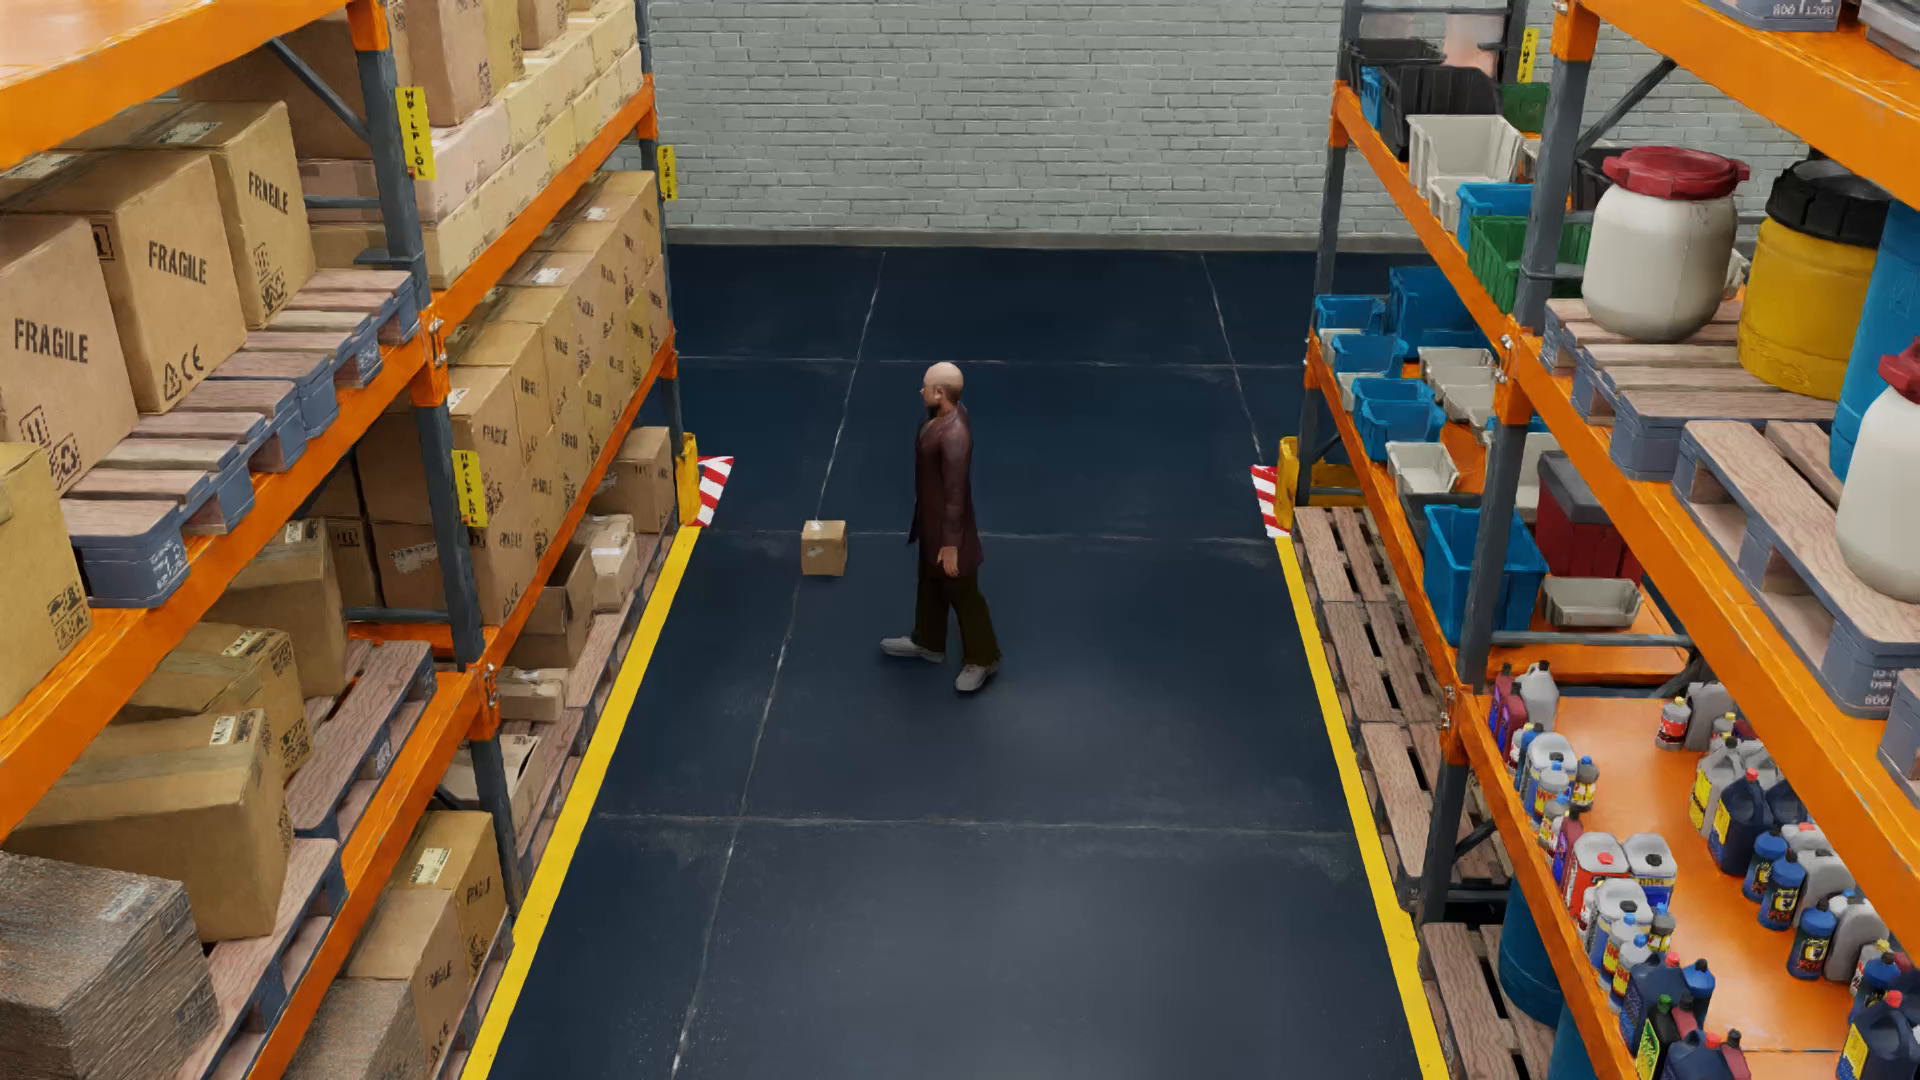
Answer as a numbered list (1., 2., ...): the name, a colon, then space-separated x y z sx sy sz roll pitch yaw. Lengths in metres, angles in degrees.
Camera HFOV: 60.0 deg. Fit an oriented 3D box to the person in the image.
1. person: -0.109 -0.106 8.818 0.640 1.779 0.749 -3 28 -6
